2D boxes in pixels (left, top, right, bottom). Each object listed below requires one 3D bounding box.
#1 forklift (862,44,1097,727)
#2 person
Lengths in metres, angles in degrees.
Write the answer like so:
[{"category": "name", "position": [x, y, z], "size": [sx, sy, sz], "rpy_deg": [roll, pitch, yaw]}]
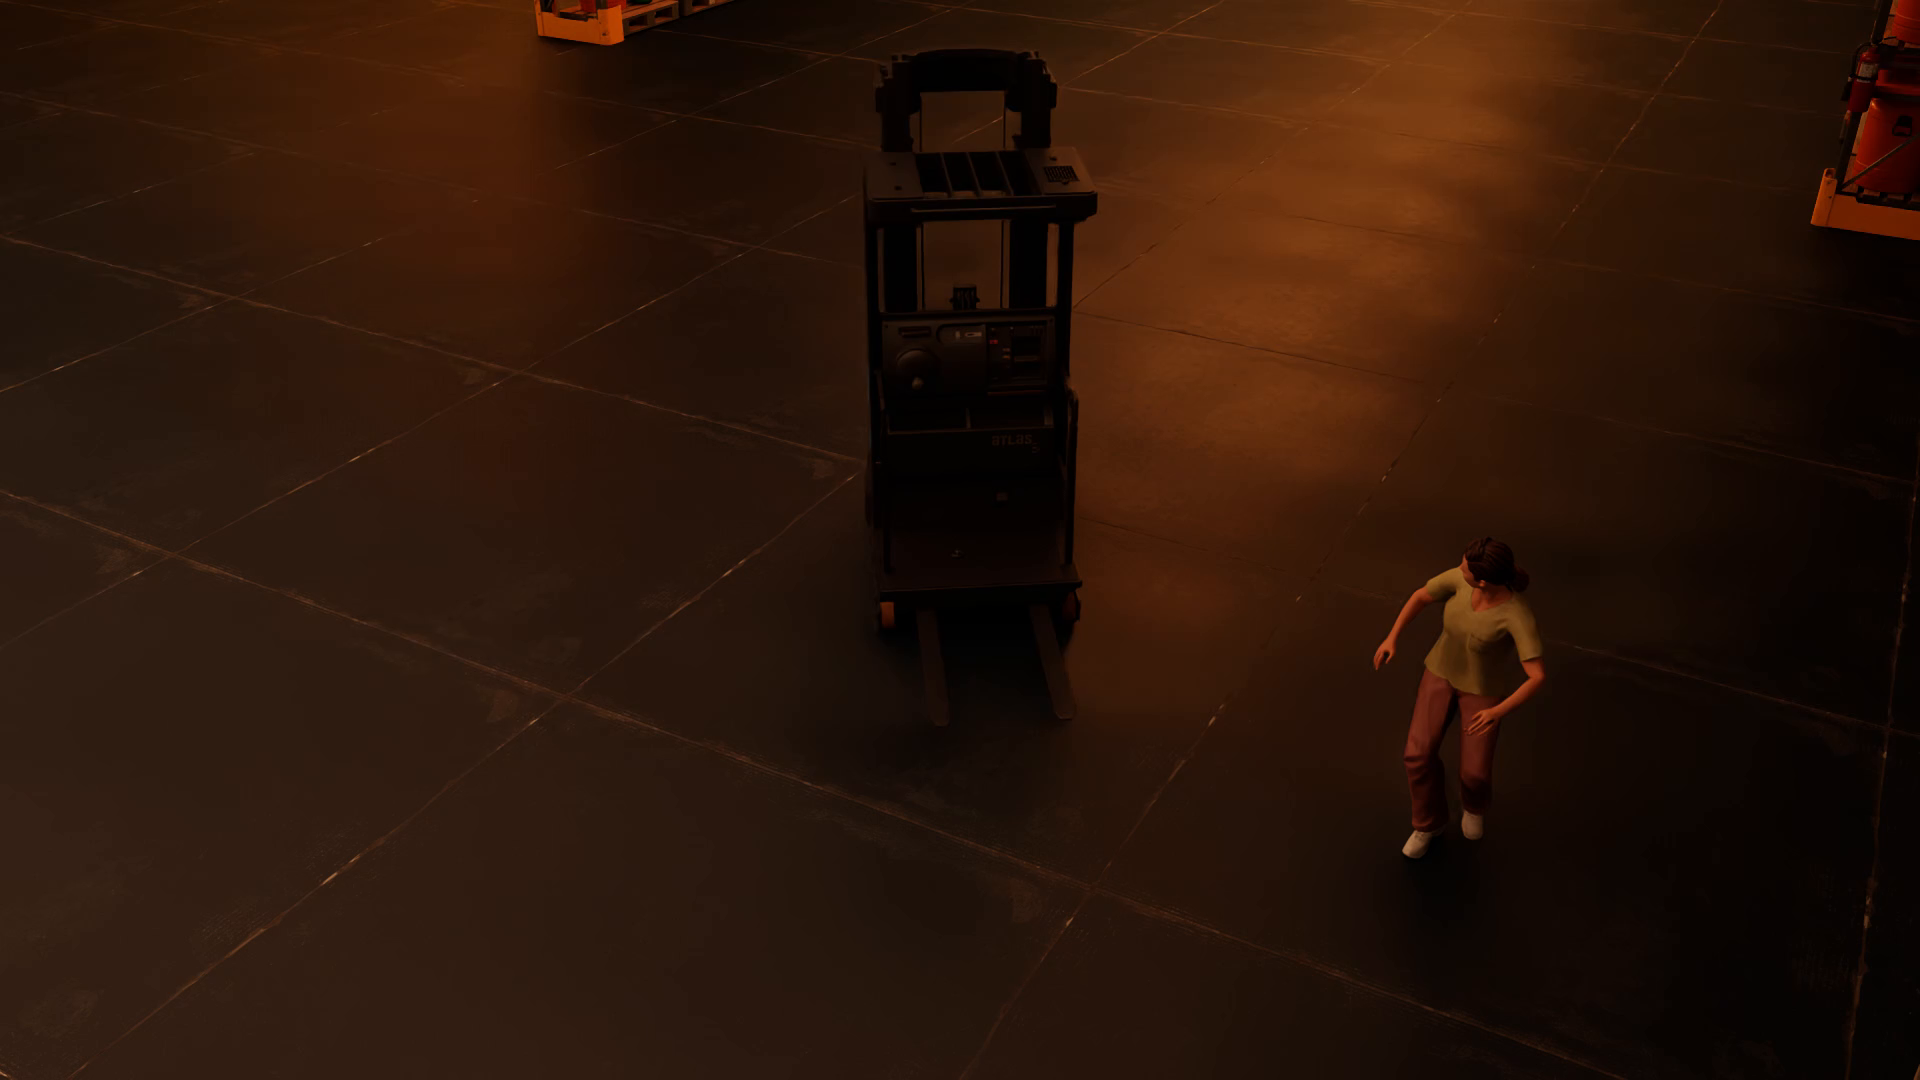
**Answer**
[{"category": "forklift", "position": [0.072, -0.948, 8.713], "size": [1.130, 2.935, 3.031], "rpy_deg": [-3, 30, -5]}, {"category": "person", "position": [2.155, 0.684, 7.248], "size": [0.740, 1.570, 0.683], "rpy_deg": [21, 36, 32]}]
